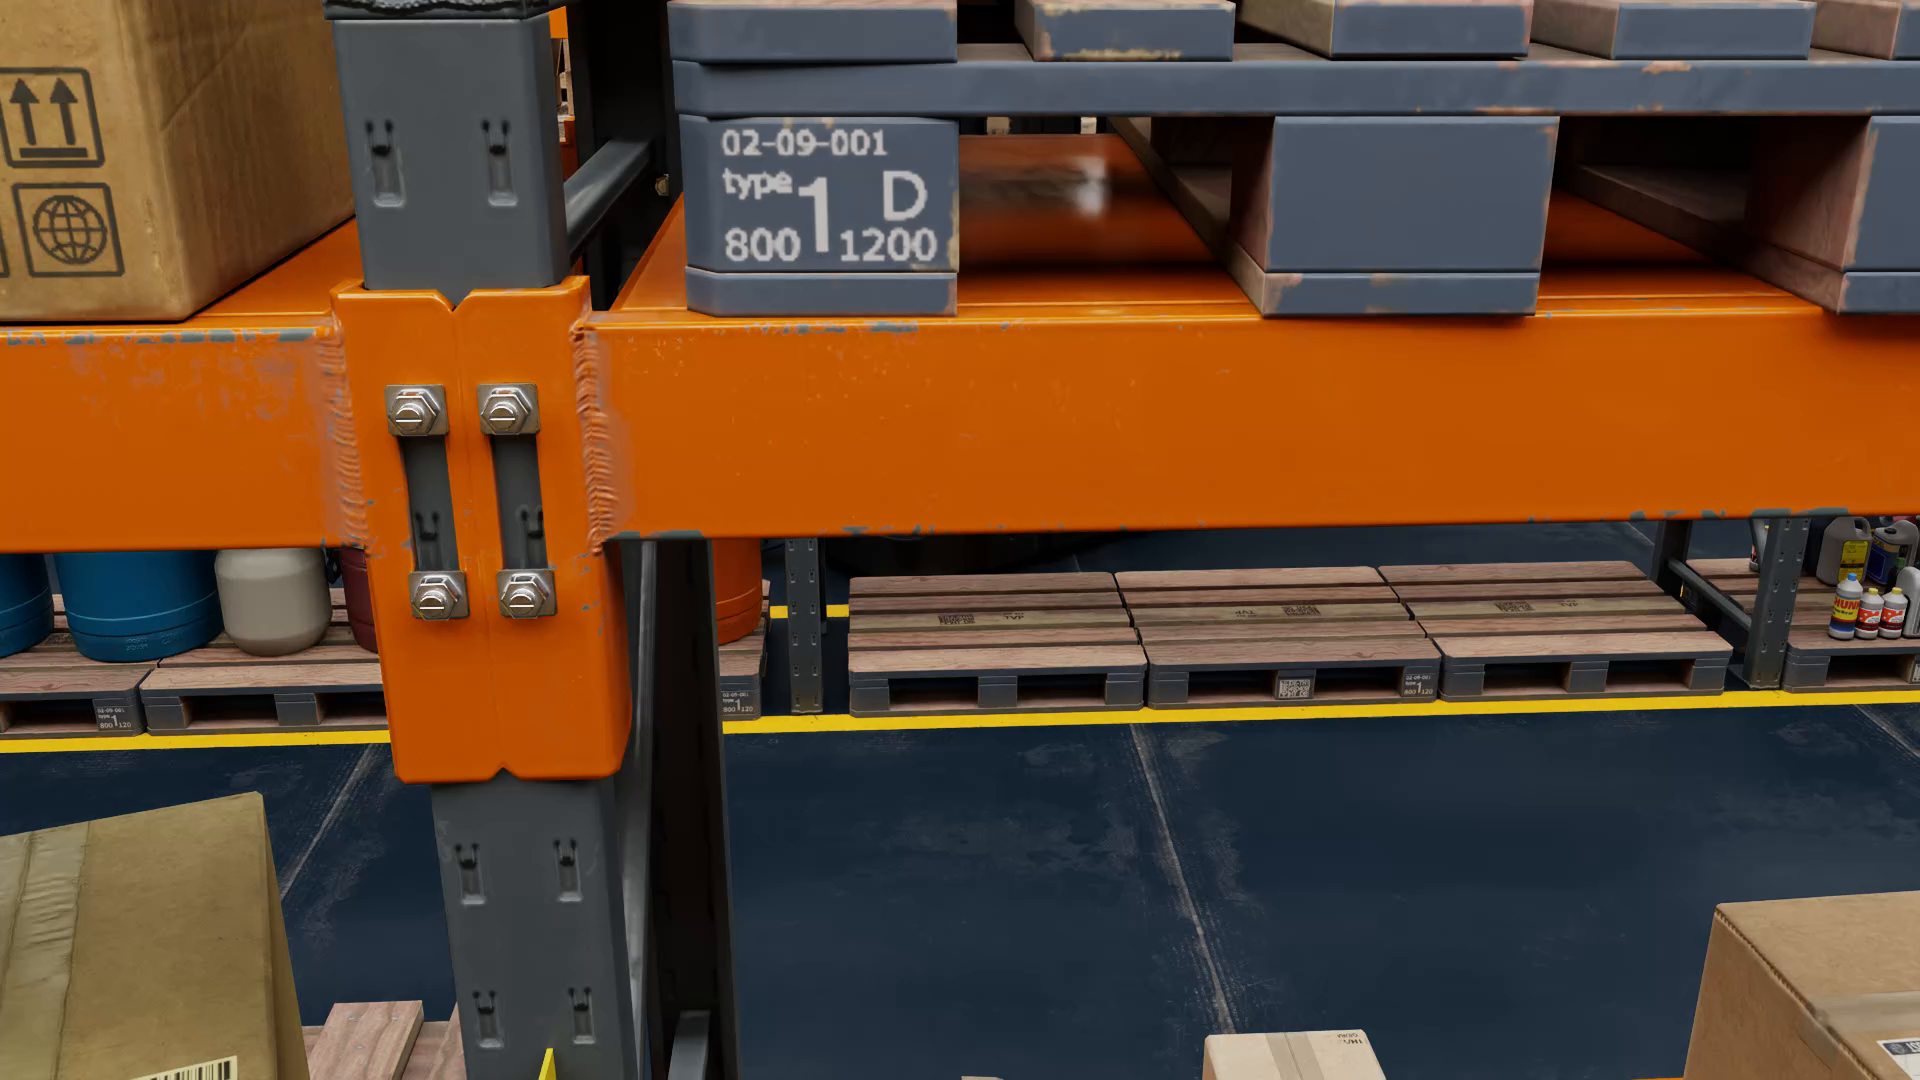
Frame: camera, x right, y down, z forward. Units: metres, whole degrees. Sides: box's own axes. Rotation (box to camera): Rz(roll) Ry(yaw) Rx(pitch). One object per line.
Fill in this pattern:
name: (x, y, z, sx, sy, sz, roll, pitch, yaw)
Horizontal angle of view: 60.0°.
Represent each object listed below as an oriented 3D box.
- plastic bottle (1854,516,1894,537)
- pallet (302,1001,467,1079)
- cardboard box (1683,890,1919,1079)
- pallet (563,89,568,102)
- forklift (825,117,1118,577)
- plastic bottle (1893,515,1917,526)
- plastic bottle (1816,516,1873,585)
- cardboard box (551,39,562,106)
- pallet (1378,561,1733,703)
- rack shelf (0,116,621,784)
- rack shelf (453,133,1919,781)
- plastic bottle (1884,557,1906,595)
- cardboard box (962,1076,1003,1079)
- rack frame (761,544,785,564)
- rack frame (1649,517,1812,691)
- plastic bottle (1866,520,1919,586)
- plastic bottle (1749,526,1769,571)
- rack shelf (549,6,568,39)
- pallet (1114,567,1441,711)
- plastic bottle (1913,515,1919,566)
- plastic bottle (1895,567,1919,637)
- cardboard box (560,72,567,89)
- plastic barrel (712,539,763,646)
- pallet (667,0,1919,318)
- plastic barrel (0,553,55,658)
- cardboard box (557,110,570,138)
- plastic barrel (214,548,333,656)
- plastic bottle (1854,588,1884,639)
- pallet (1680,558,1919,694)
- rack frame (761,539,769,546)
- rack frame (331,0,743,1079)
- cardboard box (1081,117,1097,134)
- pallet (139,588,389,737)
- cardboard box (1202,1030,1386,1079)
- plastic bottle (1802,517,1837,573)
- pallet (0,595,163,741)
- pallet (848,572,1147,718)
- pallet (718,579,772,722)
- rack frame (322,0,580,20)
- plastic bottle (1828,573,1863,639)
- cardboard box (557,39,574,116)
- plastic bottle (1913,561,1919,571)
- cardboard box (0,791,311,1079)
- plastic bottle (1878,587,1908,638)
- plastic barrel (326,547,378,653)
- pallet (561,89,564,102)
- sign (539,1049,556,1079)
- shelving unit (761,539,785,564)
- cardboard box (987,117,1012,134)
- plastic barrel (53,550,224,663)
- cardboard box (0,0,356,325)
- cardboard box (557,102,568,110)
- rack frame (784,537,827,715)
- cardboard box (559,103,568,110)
plastic bottle: (4.162, -0.037, 7.606, 0.185, 0.351, 0.144, -2, 21, -6)
pallet: (-1.043, 1.020, 1.997, 1.003, 0.211, 1.213, -1, 21, -3)
cardboard box: (1.304, 0.805, 2.151, 0.500, 0.500, 0.500, -2, 21, -6)
pallet: (-3.089, -4.247, 15.831, 1.213, 0.211, 1.003, -1, 21, -3)
forklift: (0.581, -1.545, 8.561, 3.031, 2.935, 1.130, -16, 26, -36)
plastic bottle: (4.322, -0.023, 7.666, 0.133, 0.283, 0.061, 0, 21, 1)
plastic bottle: (3.979, 0.018, 7.461, 0.185, 0.351, 0.144, -1, 21, -3)
cardboard box: (-2.983, -3.106, 11.013, 0.637, 0.503, 0.797, 0, 21, -1)
pallet: (2.562, 0.383, 7.318, 1.213, 0.211, 1.003, -1, 21, -3)
rack shelf: (-2.367, -0.134, 1.552, 4.000, 0.370, 1.077, -1, 21, -3)
rack shelf: (1.626, -0.215, 1.765, 4.000, 0.370, 1.077, -1, 21, -3)
plastic bottle: (4.002, 0.209, 7.055, 0.133, 0.283, 0.061, -1, 21, -3)
cardboard box: (-0.005, 0.941, 2.059, 0.500, 0.311, 0.500, 0, 21, 0)
rack frame: (-0.933, -0.321, 8.200, 0.240, 0.900, 0.006, -19, 28, -40)
rack frame: (3.344, -0.950, 6.899, 0.127, 3.000, 1.000, -1, 21, -3)
plastic bottle: (4.196, 0.050, 7.482, 0.135, 0.276, 0.152, -1, 21, -3)
plastic bottle: (3.688, 0.034, 7.629, 0.097, 0.201, 0.097, 0, 21, 0)
rack shelf: (-2.646, -1.893, 6.174, 4.000, 0.370, 1.077, -1, 21, -3)
pallet: (1.341, 0.409, 7.250, 1.213, 0.211, 1.003, -1, 21, -3)
plastic bottle: (4.484, -0.043, 7.623, 0.185, 0.351, 0.144, -1, 21, -3)
plastic bottle: (4.008, 0.251, 6.957, 0.135, 0.276, 0.152, 0, 21, -1)
cardboard box: (-3.657, -4.255, 15.345, 0.250, 0.149, 0.380, -2, 21, -5)
plastic barrel: (-1.137, -0.034, 6.956, 0.708, 0.830, 0.600, -1, 21, -3)
pallet: (0.302, -0.468, 1.684, 1.003, 0.211, 1.213, 0, 21, -1)
plastic barrel: (-4.099, -0.008, 6.784, 0.708, 0.901, 0.600, -1, 21, -3)
cardboard box: (-2.427, -2.557, 10.980, 0.500, 0.500, 0.500, -2, 21, -5)
plastic barrel: (-2.823, 0.180, 6.838, 0.421, 0.512, 0.421, 0, 21, 0)
plastic bottle: (3.789, 0.300, 6.933, 0.097, 0.201, 0.097, 0, 21, 0)
pallet: (4.017, 0.355, 7.393, 1.213, 0.211, 1.003, -1, 21, -3)
rack frame: (-1.075, -0.373, 8.336, 0.240, 0.900, 0.006, -19, 28, -40)
rack frame: (-0.371, 0.891, 2.064, 0.127, 3.000, 1.000, -1, 21, -3)
cardboard box: (0.754, -2.706, 11.134, 0.500, 0.250, 0.500, -2, 21, -5)
pallet: (-2.649, 0.489, 7.039, 1.213, 0.211, 1.003, -1, 21, -3)
cardboard box: (0.512, 0.892, 2.415, 0.250, 0.149, 0.380, -1, 21, -3)
plastic bottle: (3.970, -0.033, 7.596, 0.185, 0.351, 0.144, -2, 21, -4)
pallet: (-3.870, 0.515, 6.971, 1.213, 0.211, 1.003, -1, 21, -3)
pallet: (0.126, 0.433, 7.187, 1.213, 0.211, 1.003, -1, 21, -3)
pallet: (-1.434, 0.466, 7.101, 1.213, 0.211, 1.003, -1, 21, -3)
rack frame: (-0.371, -1.912, 0.997, 0.127, 3.000, 1.000, -1, 21, -3)
plastic bottle: (3.687, 0.269, 6.915, 0.097, 0.271, 0.097, 0, 21, 0)
cardboard box: (-2.314, -3.122, 11.055, 0.637, 0.503, 0.797, -1, 21, -2)
plastic bottle: (4.165, 0.163, 7.083, 0.185, 0.351, 0.144, -1, 21, -3)
cardboard box: (-0.993, 0.701, 1.833, 0.500, 0.500, 0.700, -8, 22, -21)
plastic bottle: (3.890, 0.298, 6.938, 0.097, 0.201, 0.097, 0, 21, 0)
plastic barrel: (-2.264, 0.101, 6.938, 0.708, 0.588, 0.600, -1, 21, -3)
pallet: (-4.337, -4.185, 15.666, 1.213, 0.211, 1.003, -1, 21, -3)
sign: (-0.330, 0.580, 1.367, 0.005, 0.325, 0.100, -1, 21, -3)
shelving unit: (-1.004, -0.347, 8.268, 0.258, 0.900, 0.210, -19, 28, -40)
cardboard box: (0.156, -2.943, 11.404, 0.500, 0.500, 0.700, 2, 21, 5)
plastic barrel: (-3.392, -0.022, 6.822, 0.708, 0.901, 0.600, -1, 21, -3)
cardboard box: (-0.804, -0.536, 1.458, 0.500, 0.500, 0.910, -1, 21, -3)
cardboard box: (-2.958, -2.729, 11.432, 0.500, 0.500, 0.500, -1, 21, -3)
rack frame: (-0.650, -0.868, 6.686, 0.127, 3.000, 1.000, -1, 21, -3)
cardboard box: (-2.459, -2.738, 11.457, 0.500, 0.500, 0.500, -2, 21, -4)
